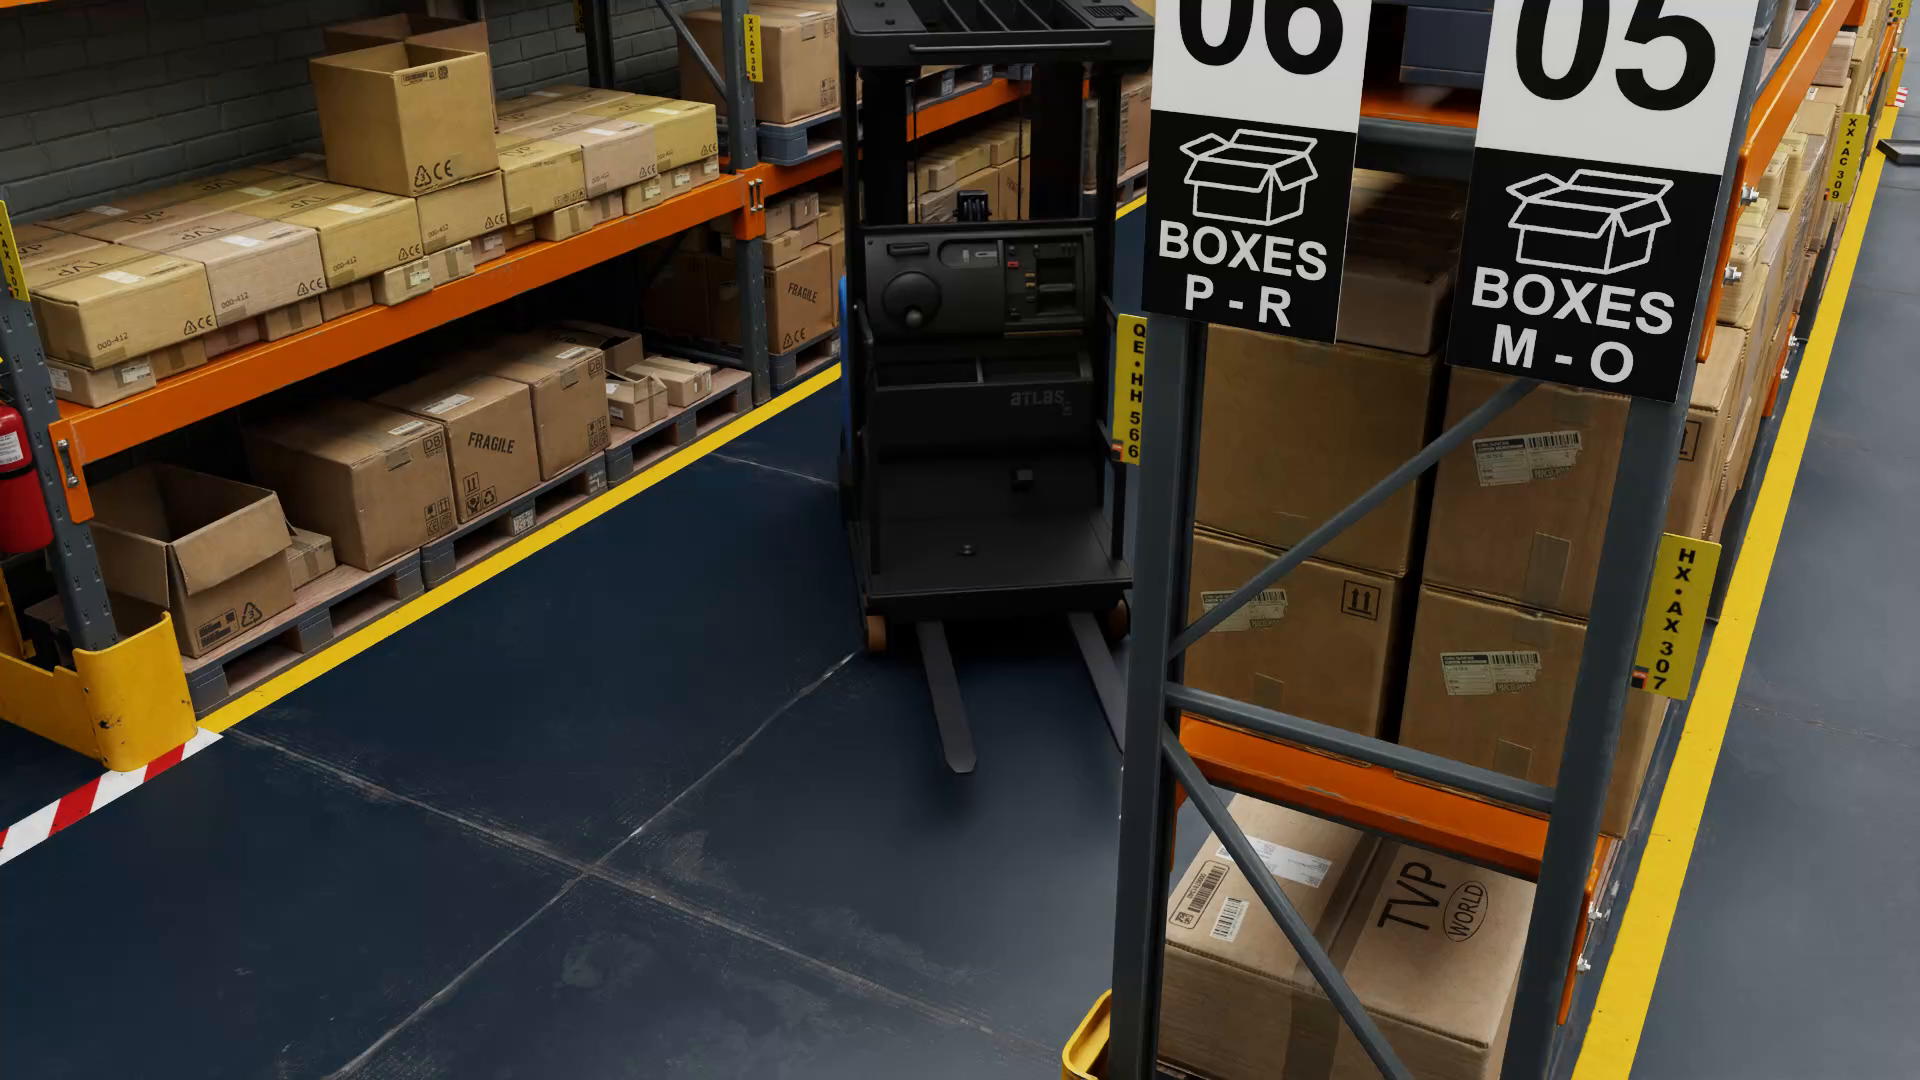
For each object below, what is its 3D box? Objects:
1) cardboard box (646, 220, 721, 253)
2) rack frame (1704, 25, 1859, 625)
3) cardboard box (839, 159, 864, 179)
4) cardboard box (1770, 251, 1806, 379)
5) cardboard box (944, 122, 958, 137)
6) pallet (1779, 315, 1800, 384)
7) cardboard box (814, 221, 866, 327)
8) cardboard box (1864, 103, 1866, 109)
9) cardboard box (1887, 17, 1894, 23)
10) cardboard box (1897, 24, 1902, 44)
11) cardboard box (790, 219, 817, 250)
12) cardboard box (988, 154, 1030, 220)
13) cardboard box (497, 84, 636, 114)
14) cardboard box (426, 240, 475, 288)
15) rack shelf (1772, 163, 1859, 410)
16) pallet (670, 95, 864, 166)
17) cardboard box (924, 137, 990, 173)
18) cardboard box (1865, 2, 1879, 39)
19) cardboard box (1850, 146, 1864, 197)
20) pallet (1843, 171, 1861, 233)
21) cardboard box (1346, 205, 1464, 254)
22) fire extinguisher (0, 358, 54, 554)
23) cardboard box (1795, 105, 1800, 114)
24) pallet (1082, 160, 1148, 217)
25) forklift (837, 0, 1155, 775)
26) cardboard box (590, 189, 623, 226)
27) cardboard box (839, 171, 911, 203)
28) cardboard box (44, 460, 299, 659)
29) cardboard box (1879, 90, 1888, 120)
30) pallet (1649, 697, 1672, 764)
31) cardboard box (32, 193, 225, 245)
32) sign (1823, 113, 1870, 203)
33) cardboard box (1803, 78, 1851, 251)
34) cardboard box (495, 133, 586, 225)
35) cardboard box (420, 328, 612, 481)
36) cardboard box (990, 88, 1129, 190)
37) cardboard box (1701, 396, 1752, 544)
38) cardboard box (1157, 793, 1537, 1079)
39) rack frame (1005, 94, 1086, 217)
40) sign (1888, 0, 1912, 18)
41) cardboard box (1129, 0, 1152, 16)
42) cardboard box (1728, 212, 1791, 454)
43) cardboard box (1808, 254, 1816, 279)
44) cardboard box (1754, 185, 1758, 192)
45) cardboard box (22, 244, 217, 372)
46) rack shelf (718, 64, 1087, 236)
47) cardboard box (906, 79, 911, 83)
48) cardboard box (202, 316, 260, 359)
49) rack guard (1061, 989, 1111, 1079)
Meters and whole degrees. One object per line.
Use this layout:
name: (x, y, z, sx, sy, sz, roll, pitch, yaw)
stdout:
cardboard box: (-1.592, -1.776, 9.545, 0.380, 0.149, 0.250, 13, 29, 24)
rack frame: (2.801, -1.117, 6.631, 1.000, 3.000, 0.127, 14, 30, 26)
cardboard box: (-0.842, -2.382, 10.756, 0.380, 0.149, 0.250, 13, 29, 24)
cardboard box: (2.796, -0.925, 6.135, 0.500, 0.500, 0.500, 14, 30, 27)
cardboard box: (-0.236, -2.896, 11.782, 0.380, 0.149, 0.250, 15, 30, 28)
pallet: (4.316, -1.139, 9.789, 1.003, 0.211, 1.213, 14, 30, 26)
cardboard box: (-0.835, -1.628, 9.974, 0.500, 0.500, 0.500, 14, 30, 25)
cardboard box: (4.746, -2.355, 9.271, 0.500, 0.250, 0.500, 13, 29, 24)
cardboard box: (6.361, -3.742, 11.686, 0.380, 0.149, 0.250, 14, 30, 27)
cardboard box: (7.627, -4.225, 13.880, 0.380, 0.149, 0.250, 15, 30, 28)
cardboard box: (-1.045, -1.775, 9.544, 0.380, 0.149, 0.250, 13, 30, 25)
cardboard box: (0.170, -2.433, 11.583, 0.500, 0.500, 0.500, 14, 30, 25)
cardboard box: (-2.001, -2.141, 8.512, 0.500, 0.250, 0.500, 14, 30, 26)
cardboard box: (-2.300, -1.204, 7.084, 0.380, 0.149, 0.250, 15, 30, 27)
rack shelf: (3.785, -1.575, 8.349, 1.077, 0.370, 4.000, 14, 30, 26)
pallet: (-1.034, -2.410, 9.429, 1.003, 0.211, 1.213, 14, 30, 26)
cardboard box: (-0.021, -2.581, 11.153, 0.380, 0.149, 0.250, 15, 30, 28)
cardboard box: (3.743, -2.117, 7.399, 0.500, 0.500, 0.500, 13, 30, 25)
cardboard box: (6.130, -2.762, 12.383, 0.950, 0.372, 0.625, 16, 31, 29)
pallet: (6.355, -2.684, 12.877, 1.003, 0.211, 1.213, 14, 30, 26)
cardboard box: (0.940, -0.629, 3.701, 0.380, 0.149, 0.250, 15, 30, 27)
fire extinguisher: (-3.160, -0.290, 5.481, 0.296, 0.674, 0.183, 14, 30, 26)
cardboard box: (2.243, -1.225, 4.893, 0.380, 0.149, 0.250, 14, 30, 25)
pallet: (0.885, -2.833, 13.174, 1.003, 0.211, 1.213, 14, 30, 26)
forklift: (0.115, -1.008, 6.489, 1.130, 2.935, 3.031, -3, 27, -7)
cardboard box: (-1.828, -1.608, 7.891, 0.380, 0.149, 0.250, 15, 30, 27)
cardboard box: (-0.526, -2.173, 10.338, 0.380, 0.149, 0.250, 15, 30, 28)
cardboard box: (-3.106, 0.061, 6.597, 0.797, 0.503, 0.637, 13, 29, 24)
cardboard box: (8.027, -3.973, 14.938, 0.500, 0.250, 0.500, 13, 29, 24)
pallet: (2.359, 0.409, 6.698, 1.003, 0.211, 1.213, 14, 30, 26)
cardboard box: (-3.240, -1.154, 6.540, 0.500, 0.250, 0.500, 14, 30, 26)
sign: (3.285, -1.418, 6.177, 0.100, 0.325, 0.005, 14, 30, 26)
cardboard box: (2.810, -1.364, 5.896, 0.500, 0.500, 0.500, 14, 30, 26)
cardboard box: (-2.051, -1.633, 7.496, 0.500, 0.250, 0.500, 14, 30, 26)
cardboard box: (-2.141, -0.667, 8.054, 0.700, 0.500, 0.500, 13, 29, 24)
cardboard box: (0.764, -3.134, 12.843, 0.875, 0.625, 0.625, 15, 30, 28)
cardboard box: (1.810, -0.125, 4.536, 0.500, 0.500, 0.500, 14, 30, 26)
cardboard box: (1.071, 1.120, 4.554, 0.875, 0.438, 0.875, 13, 29, 24)
rack frame: (0.446, -3.768, 11.926, 1.000, 3.000, 0.127, 14, 30, 26)
sign: (5.254, -3.073, 9.245, 0.100, 0.325, 0.005, 14, 30, 26)
cardboard box: (1.129, -4.015, 12.587, 0.500, 0.250, 0.500, 14, 30, 25)
cardboard box: (1.812, -0.580, 4.329, 0.500, 0.500, 0.500, 14, 30, 26)
cardboard box: (3.501, -1.366, 7.295, 0.500, 0.250, 0.500, 13, 30, 25)
cardboard box: (1.741, -0.832, 4.108, 0.380, 0.149, 0.250, 15, 30, 27)
cardboard box: (-3.032, -0.834, 5.899, 0.500, 0.250, 0.500, 14, 30, 26)
rack shelf: (-0.538, -2.667, 10.530, 1.077, 0.370, 4.000, 14, 30, 26)
cardboard box: (-0.504, -2.794, 9.661, 0.396, 0.266, 0.258, 16, 31, 29)
cardboard box: (-2.905, -0.825, 6.327, 0.380, 0.149, 0.250, 14, 30, 25)
rack guard: (0.822, 1.569, 4.058, 1.175, 0.500, 0.348, 14, 30, 26)
